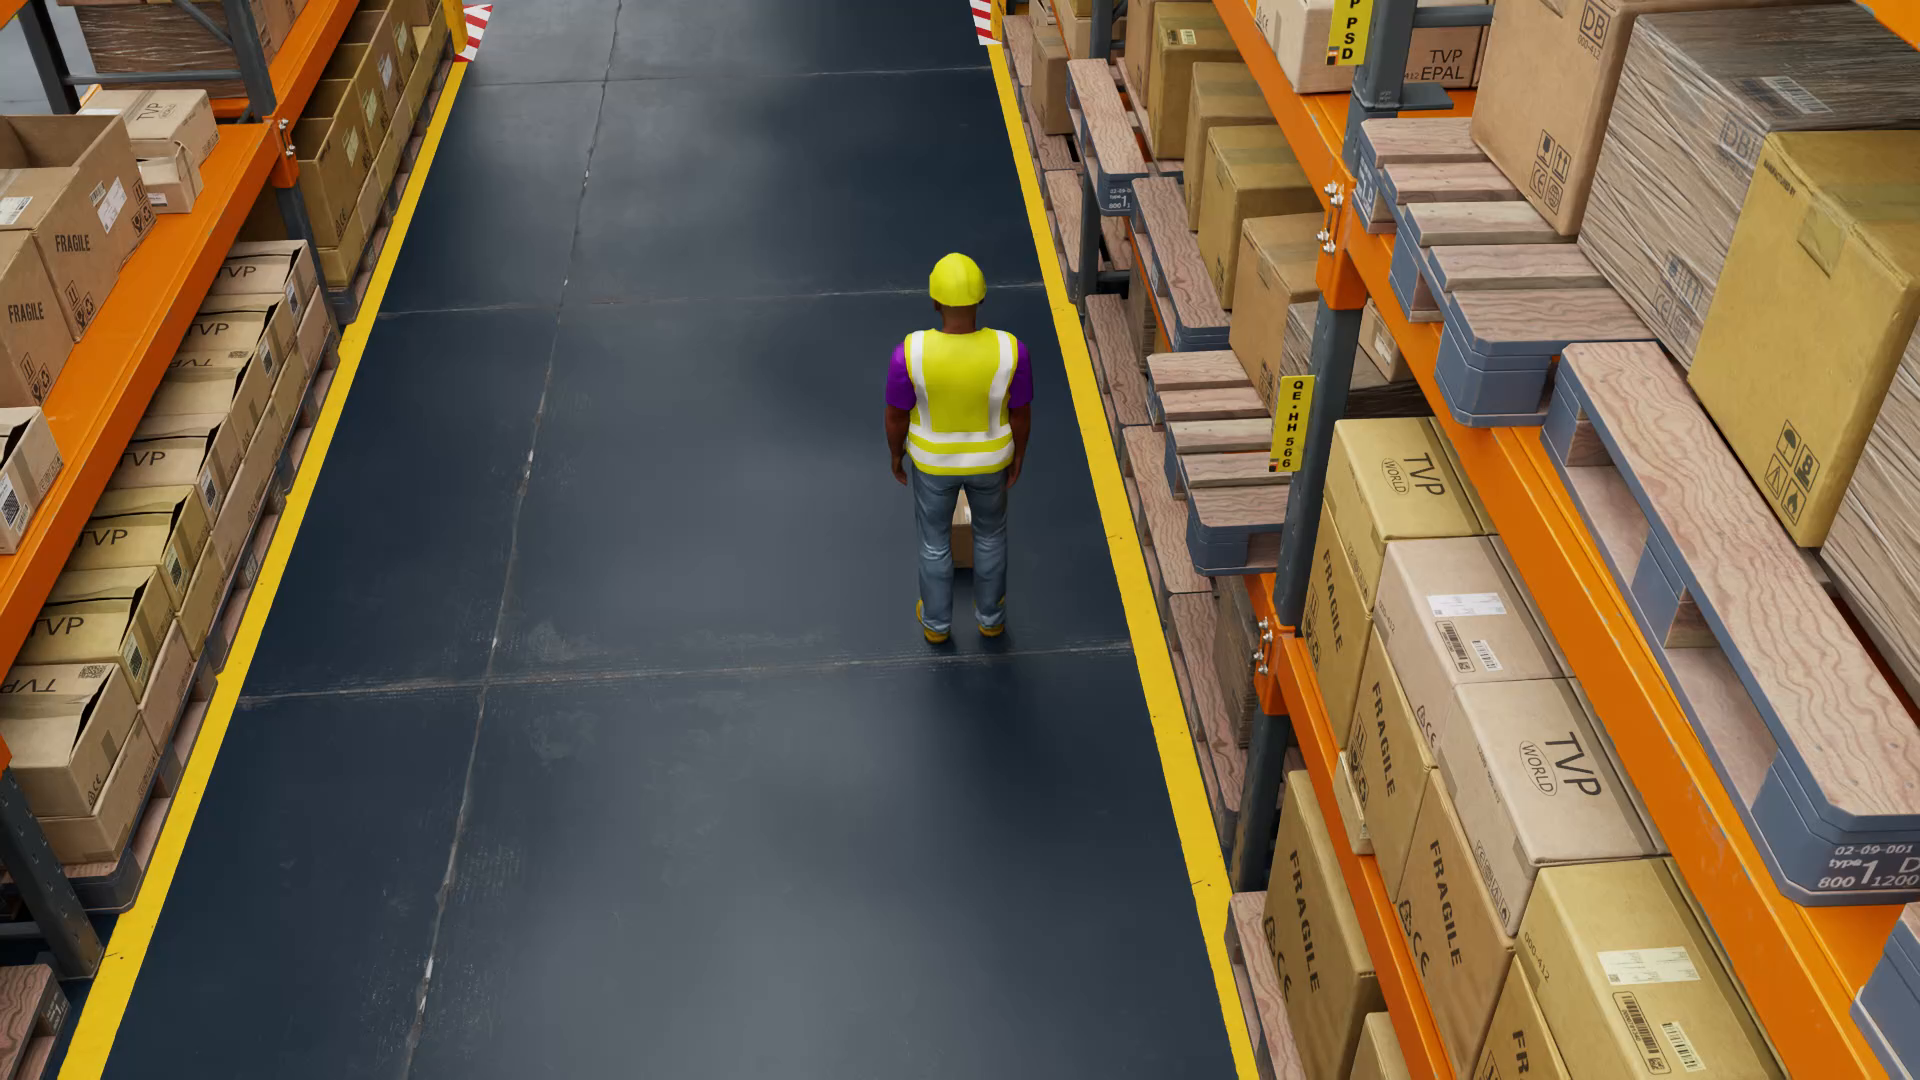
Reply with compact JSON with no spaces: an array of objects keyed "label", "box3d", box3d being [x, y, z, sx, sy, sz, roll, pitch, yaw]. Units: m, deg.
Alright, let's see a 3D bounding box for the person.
[{"label":"person","box3d":[-0.016,-0.337,6.577,0.581,1.738,0.409,-2,39,-3]}]
